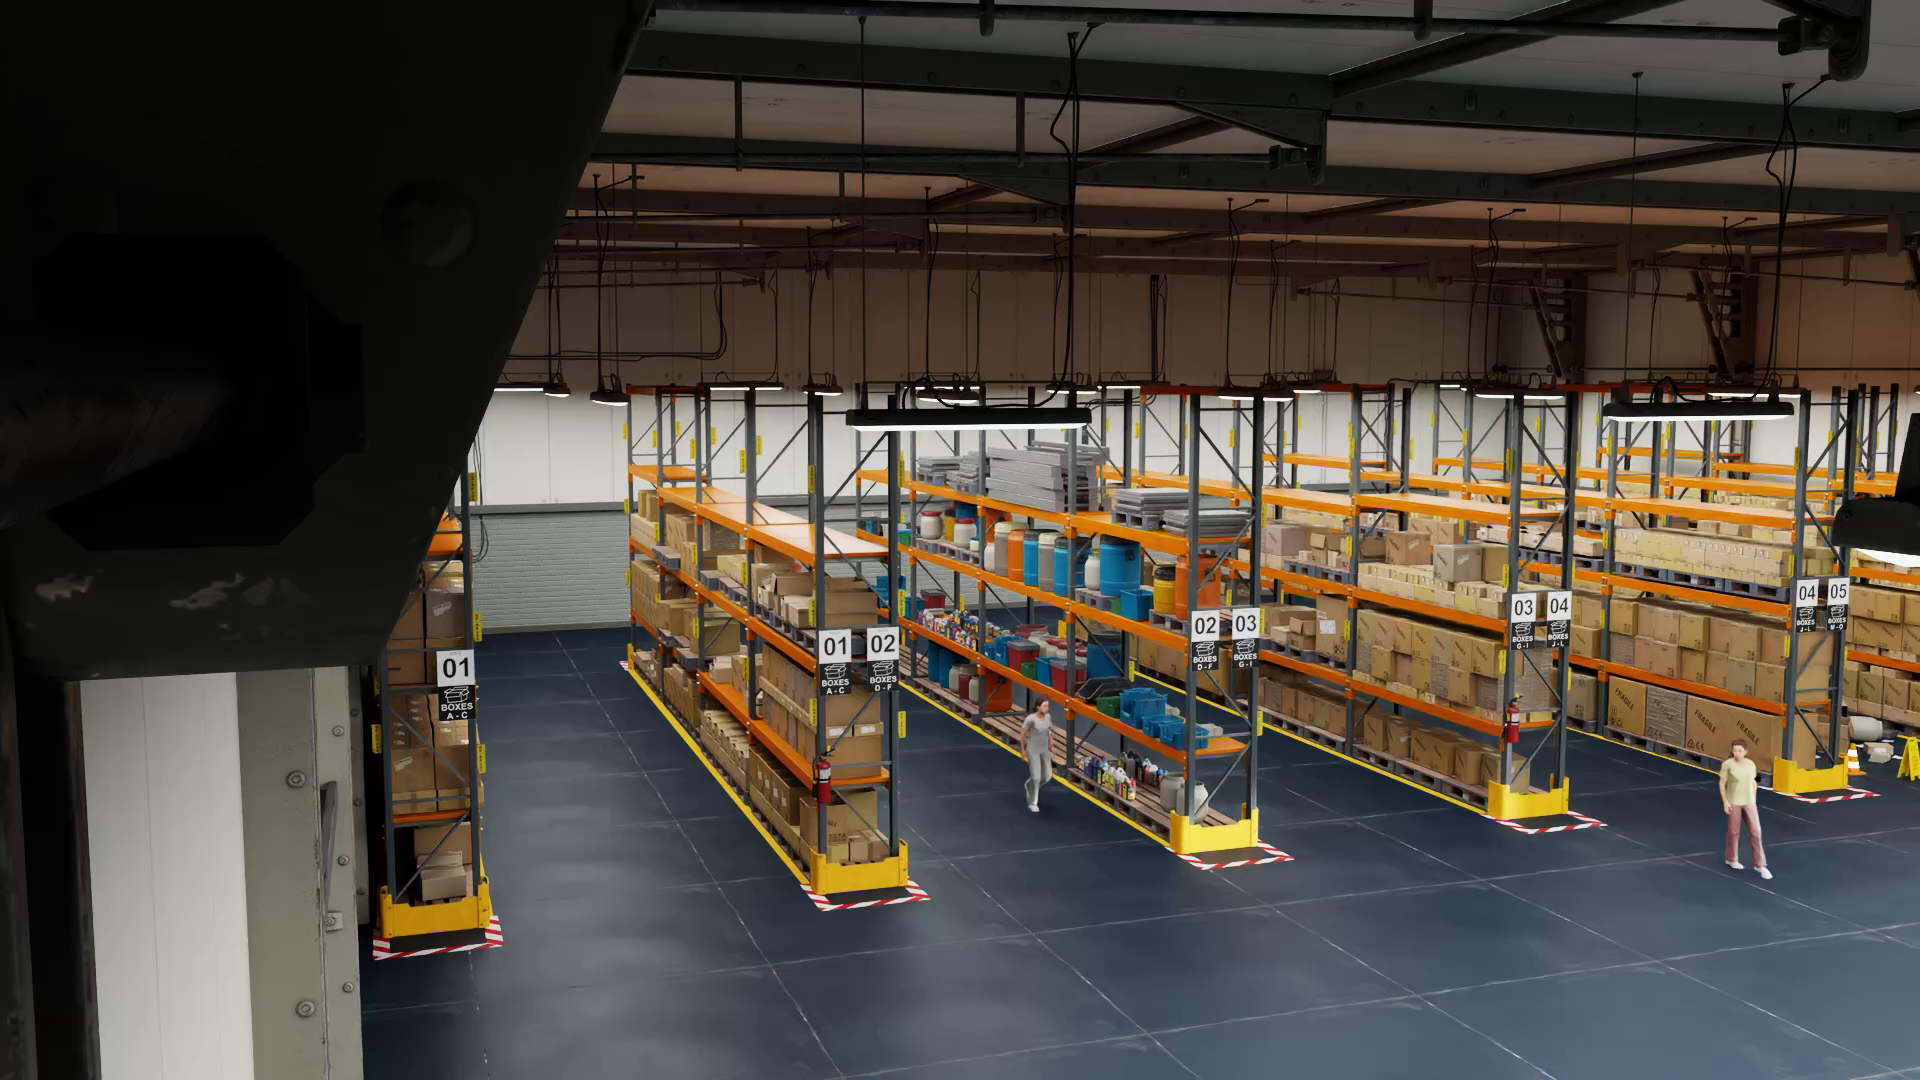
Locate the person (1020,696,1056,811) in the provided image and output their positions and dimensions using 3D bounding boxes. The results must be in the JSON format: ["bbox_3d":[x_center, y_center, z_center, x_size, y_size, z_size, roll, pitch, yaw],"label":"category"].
[{"bbox_3d":[1.051,3.045,23.999,0.495,1.653,0.593,-4,7,-36],"label":"person"}]

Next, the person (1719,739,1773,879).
[{"bbox_3d":[9.854,3.347,20.880,0.559,1.673,0.647,1,6,8],"label":"person"}]

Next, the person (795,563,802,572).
[{"bbox_3d":[-3.863,1.413,39.063,0.882,1.766,0.539,2,6,20],"label":"person"}]
